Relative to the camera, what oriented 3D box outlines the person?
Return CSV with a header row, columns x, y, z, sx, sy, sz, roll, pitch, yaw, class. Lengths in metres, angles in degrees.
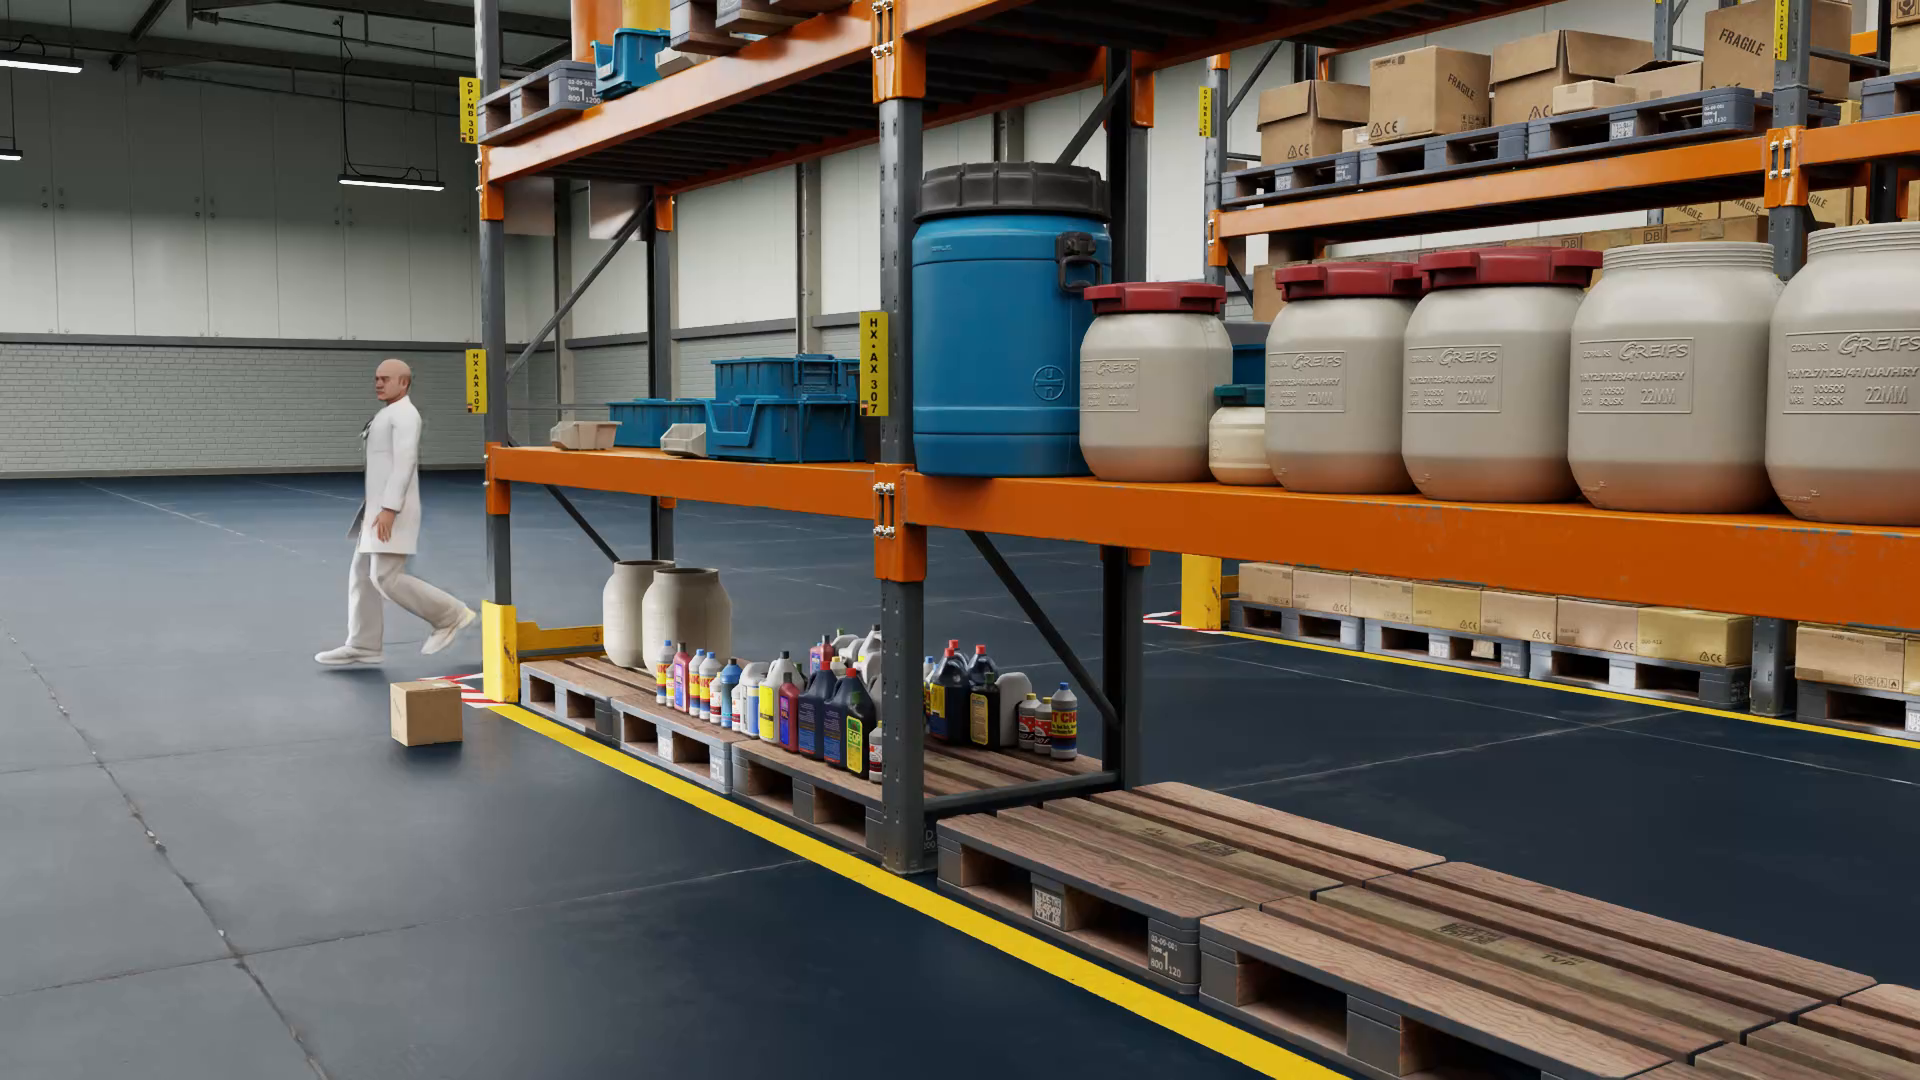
x,y,z,sx,sy,sz,roll,pitch,yaw,class
-3.272,-0.163,9.595,0.873,1.754,0.625,-2,5,-25,person
